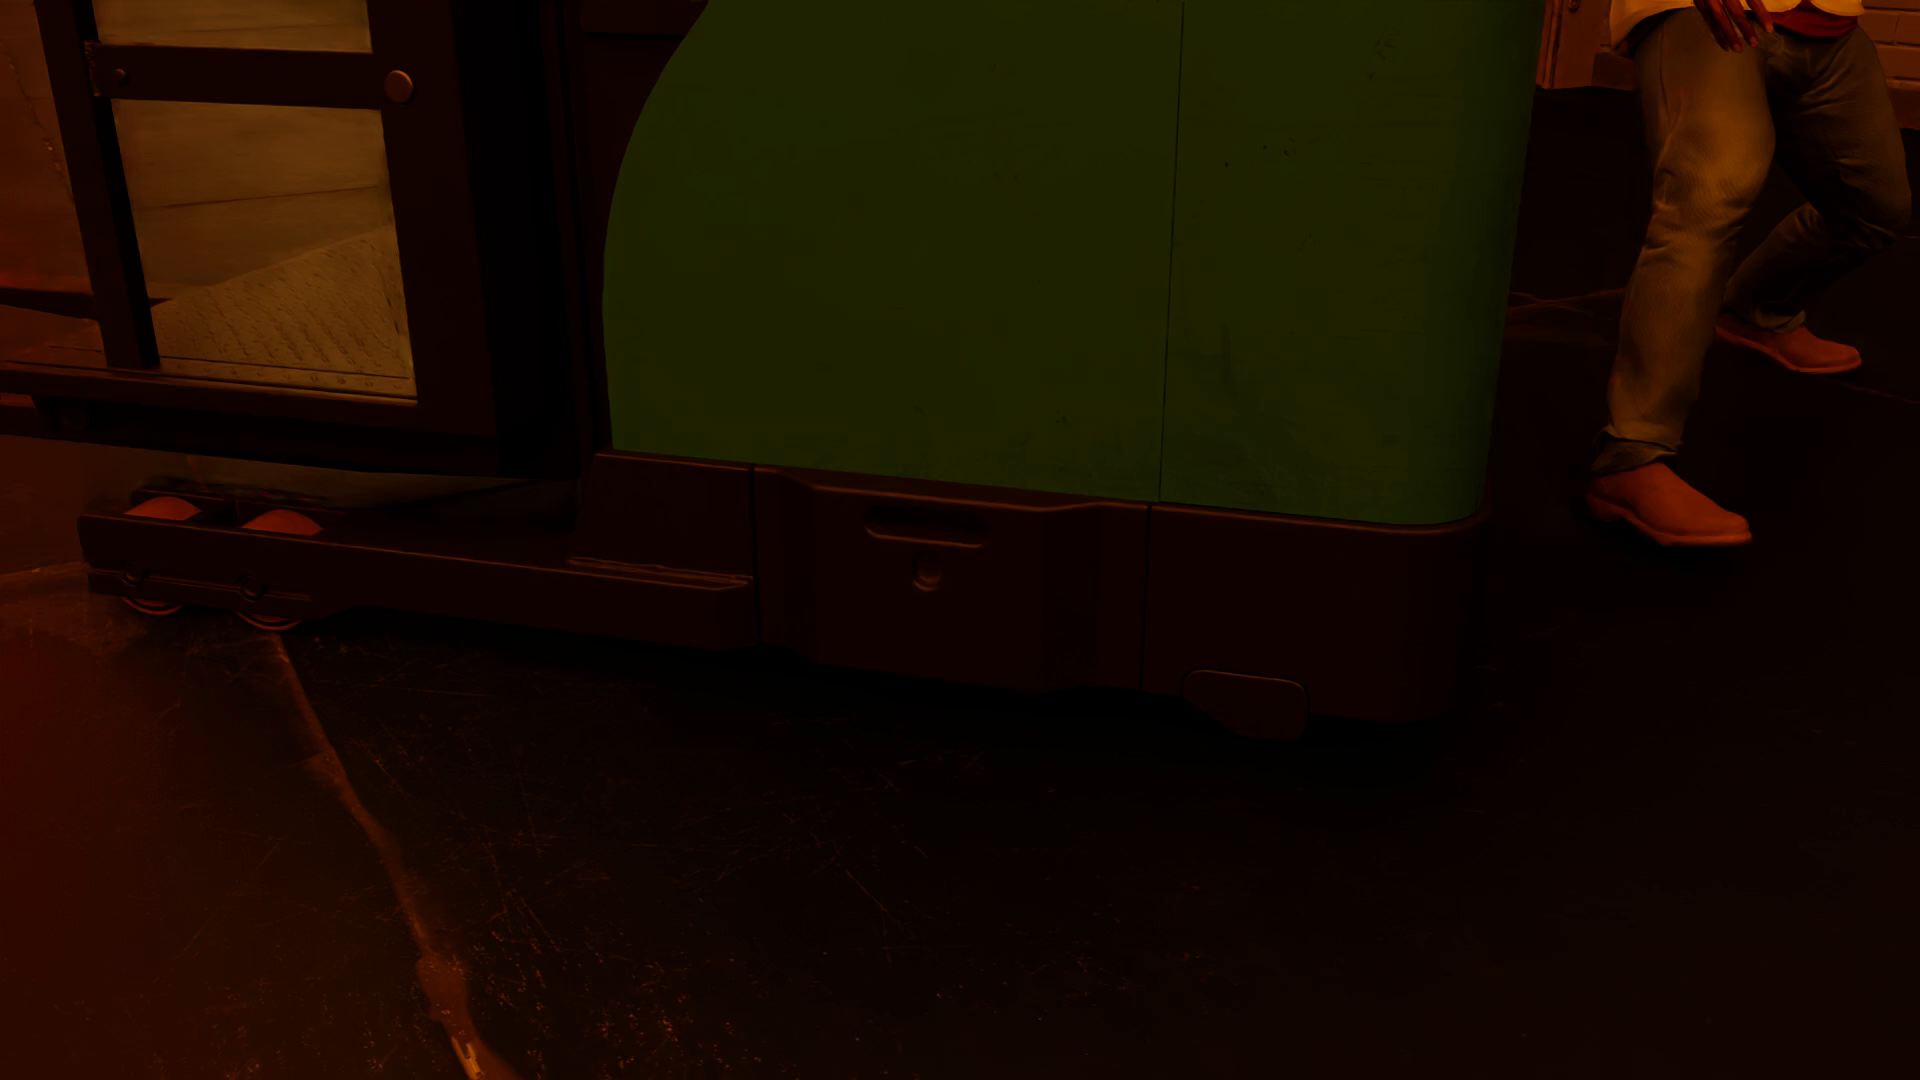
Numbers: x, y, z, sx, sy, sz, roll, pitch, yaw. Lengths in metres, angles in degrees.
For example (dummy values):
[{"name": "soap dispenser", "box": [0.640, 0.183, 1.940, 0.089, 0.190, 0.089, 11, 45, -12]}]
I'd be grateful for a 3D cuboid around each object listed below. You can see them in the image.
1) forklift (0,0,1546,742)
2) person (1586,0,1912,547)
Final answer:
[{"name": "forklift", "box": [-0.736, -1.414, 2.219, 3.031, 2.935, 1.130, 6, 23, 14]}, {"name": "person", "box": [1.458, -0.904, 2.788, 1.123, 1.572, 1.003, -8, 24, -18]}]
